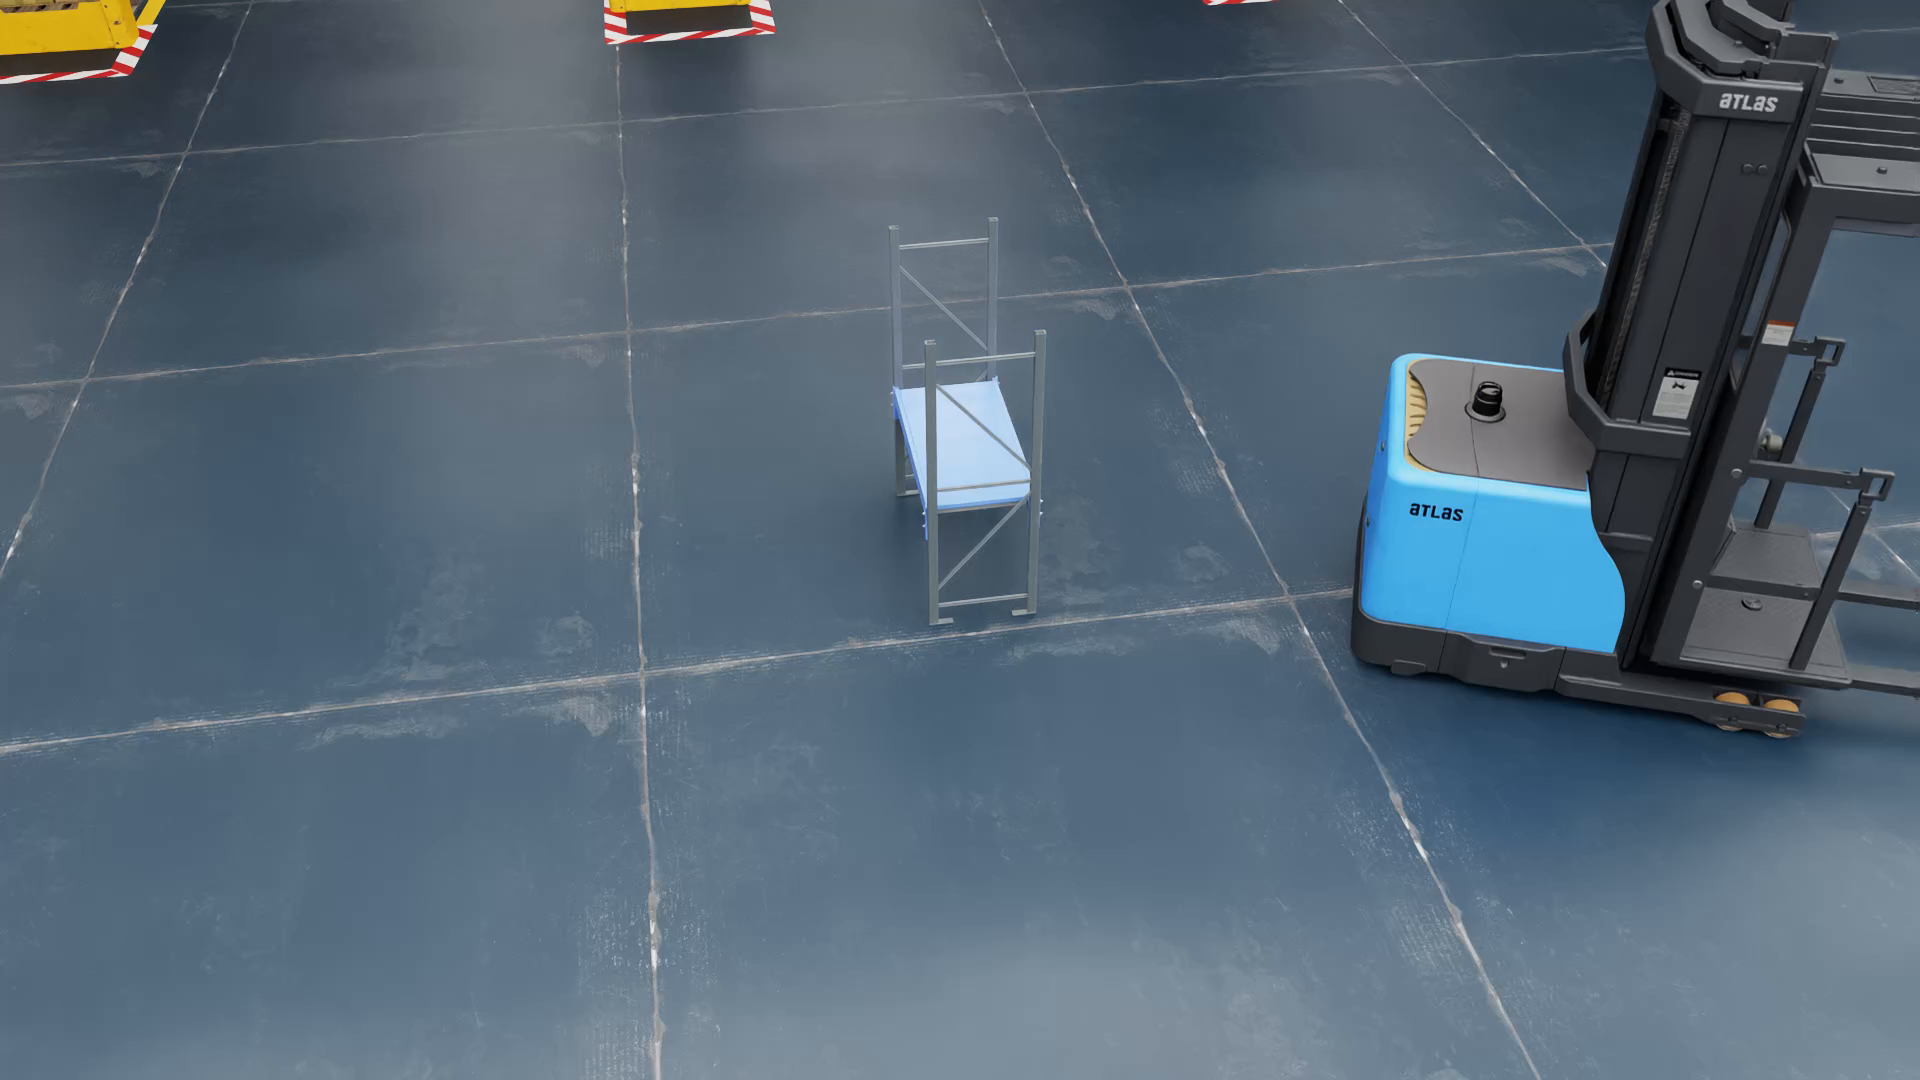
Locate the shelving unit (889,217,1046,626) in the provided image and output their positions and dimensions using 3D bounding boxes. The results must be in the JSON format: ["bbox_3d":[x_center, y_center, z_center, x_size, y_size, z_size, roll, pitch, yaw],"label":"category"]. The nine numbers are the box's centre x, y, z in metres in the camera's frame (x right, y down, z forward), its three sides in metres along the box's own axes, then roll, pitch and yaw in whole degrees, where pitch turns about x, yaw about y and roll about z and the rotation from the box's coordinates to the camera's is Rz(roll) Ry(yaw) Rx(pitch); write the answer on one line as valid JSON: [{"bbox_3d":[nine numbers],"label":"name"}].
[{"bbox_3d":[0.015,-0.541,7.623,0.538,1.500,1.048,-6,38,-8],"label":"shelving unit"}]

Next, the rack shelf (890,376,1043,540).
[{"bbox_3d":[0.015,-0.399,7.734,0.538,0.185,1.000,-6,38,-8],"label":"rack shelf"}]

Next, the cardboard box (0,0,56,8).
[{"bbox_3d":[-7.552,-4.513,13.413,0.500,0.250,0.500,-6,38,-8],"label":"cardboard box"}]

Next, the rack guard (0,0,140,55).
[{"bbox_3d":[-7.163,-4.139,13.071,1.175,0.500,0.348,-6,38,-8],"label":"rack guard"}]

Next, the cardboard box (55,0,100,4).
[{"bbox_3d":[-7.042,-4.569,13.485,0.500,0.250,0.500,-6,38,-8],"label":"cardboard box"}]

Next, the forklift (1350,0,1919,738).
[{"bbox_3d":[3.314,-0.676,6.631,3.031,2.935,1.130,8,39,10],"label":"forklift"}]

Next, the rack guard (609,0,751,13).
[{"bbox_3d":[-2.350,-4.725,13.825,1.175,0.500,0.348,-6,38,-8],"label":"rack guard"}]

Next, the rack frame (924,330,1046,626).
[{"bbox_3d":[0.104,-0.234,7.228,0.500,1.500,0.032,-6,38,-8],"label":"rack frame"}]

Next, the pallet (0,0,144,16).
[{"bbox_3d":[-7.343,-4.497,13.767,1.003,0.211,1.213,-6,38,-8],"label":"pallet"}]

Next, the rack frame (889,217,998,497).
[{"bbox_3d":[-0.074,-0.848,8.019,0.500,1.500,0.032,-6,38,-8],"label":"rack frame"}]
